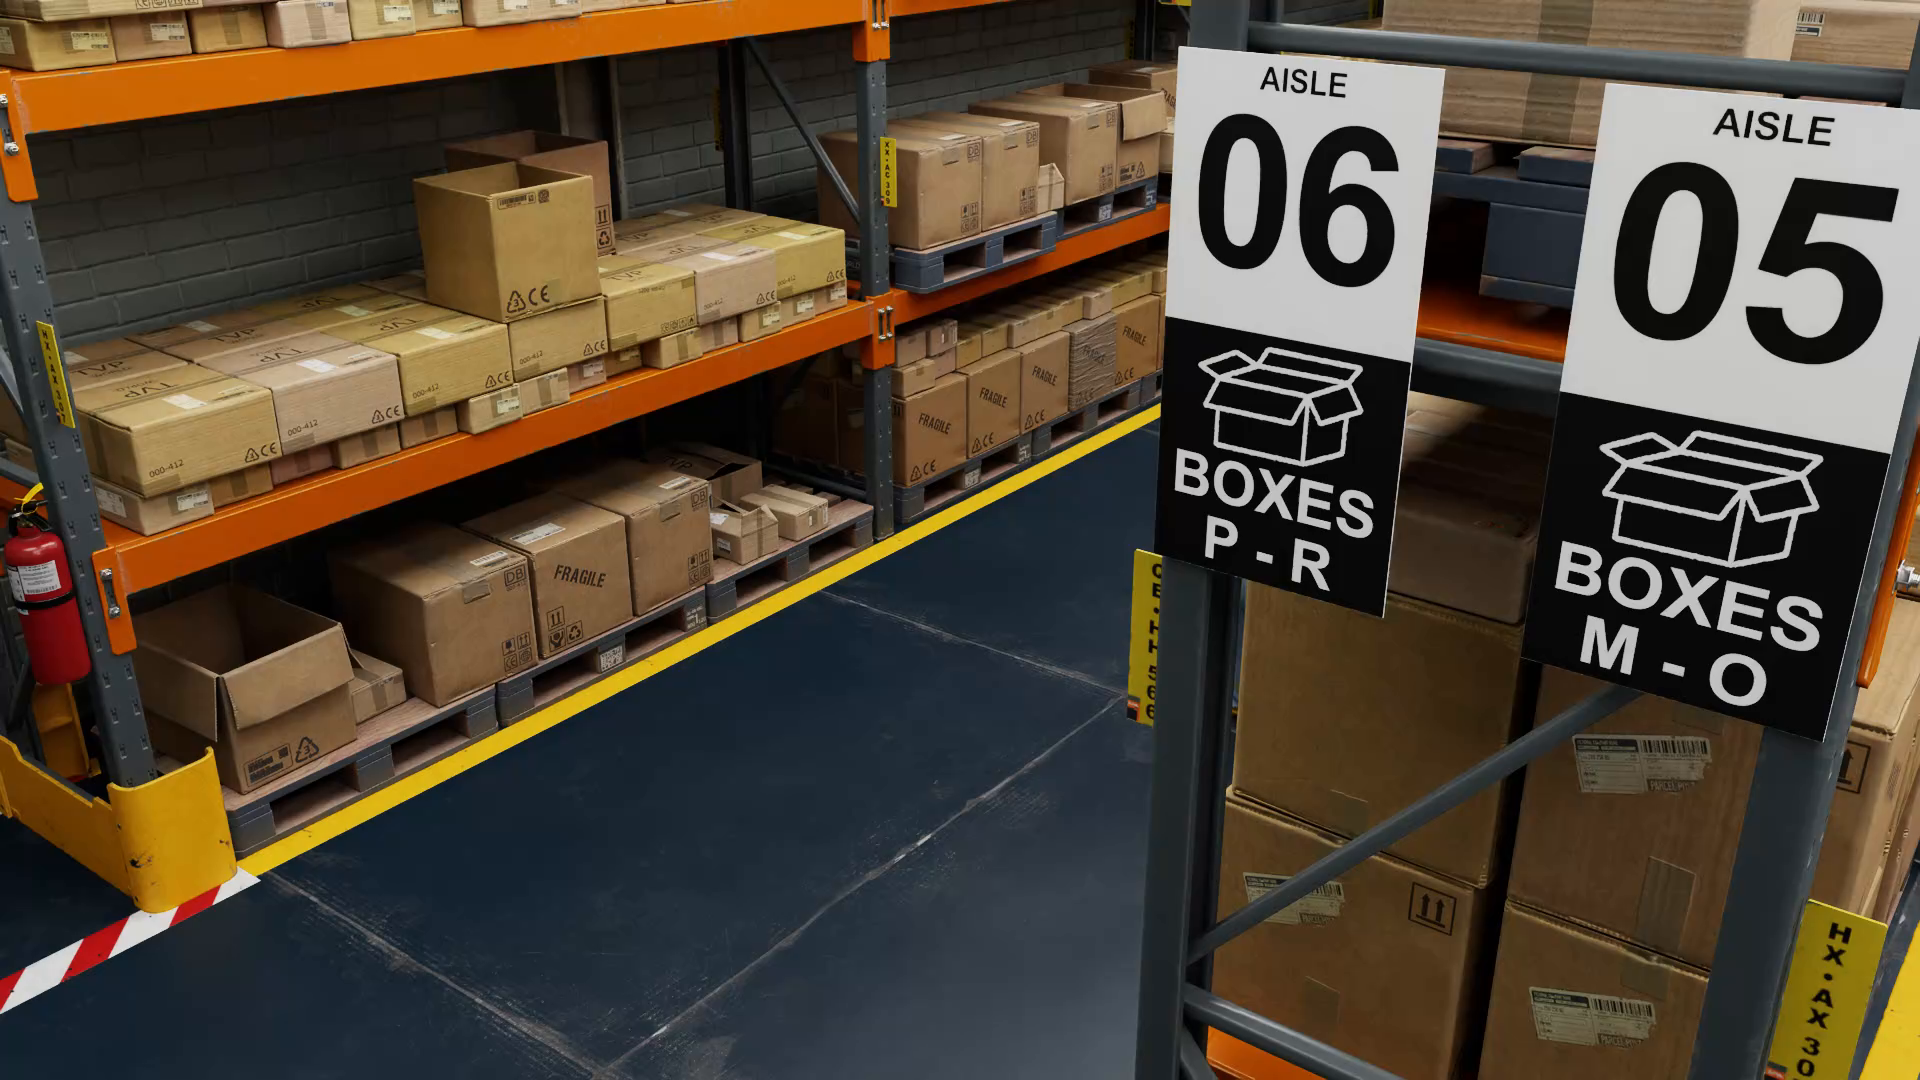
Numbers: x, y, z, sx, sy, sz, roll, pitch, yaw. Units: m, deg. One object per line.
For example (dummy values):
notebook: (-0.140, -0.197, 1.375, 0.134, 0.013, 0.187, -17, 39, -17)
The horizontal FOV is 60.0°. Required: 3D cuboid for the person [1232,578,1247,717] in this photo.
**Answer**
person: (1.462, 0.275, 6.856, 0.963, 1.033, 0.526, 15, 28, 31)
